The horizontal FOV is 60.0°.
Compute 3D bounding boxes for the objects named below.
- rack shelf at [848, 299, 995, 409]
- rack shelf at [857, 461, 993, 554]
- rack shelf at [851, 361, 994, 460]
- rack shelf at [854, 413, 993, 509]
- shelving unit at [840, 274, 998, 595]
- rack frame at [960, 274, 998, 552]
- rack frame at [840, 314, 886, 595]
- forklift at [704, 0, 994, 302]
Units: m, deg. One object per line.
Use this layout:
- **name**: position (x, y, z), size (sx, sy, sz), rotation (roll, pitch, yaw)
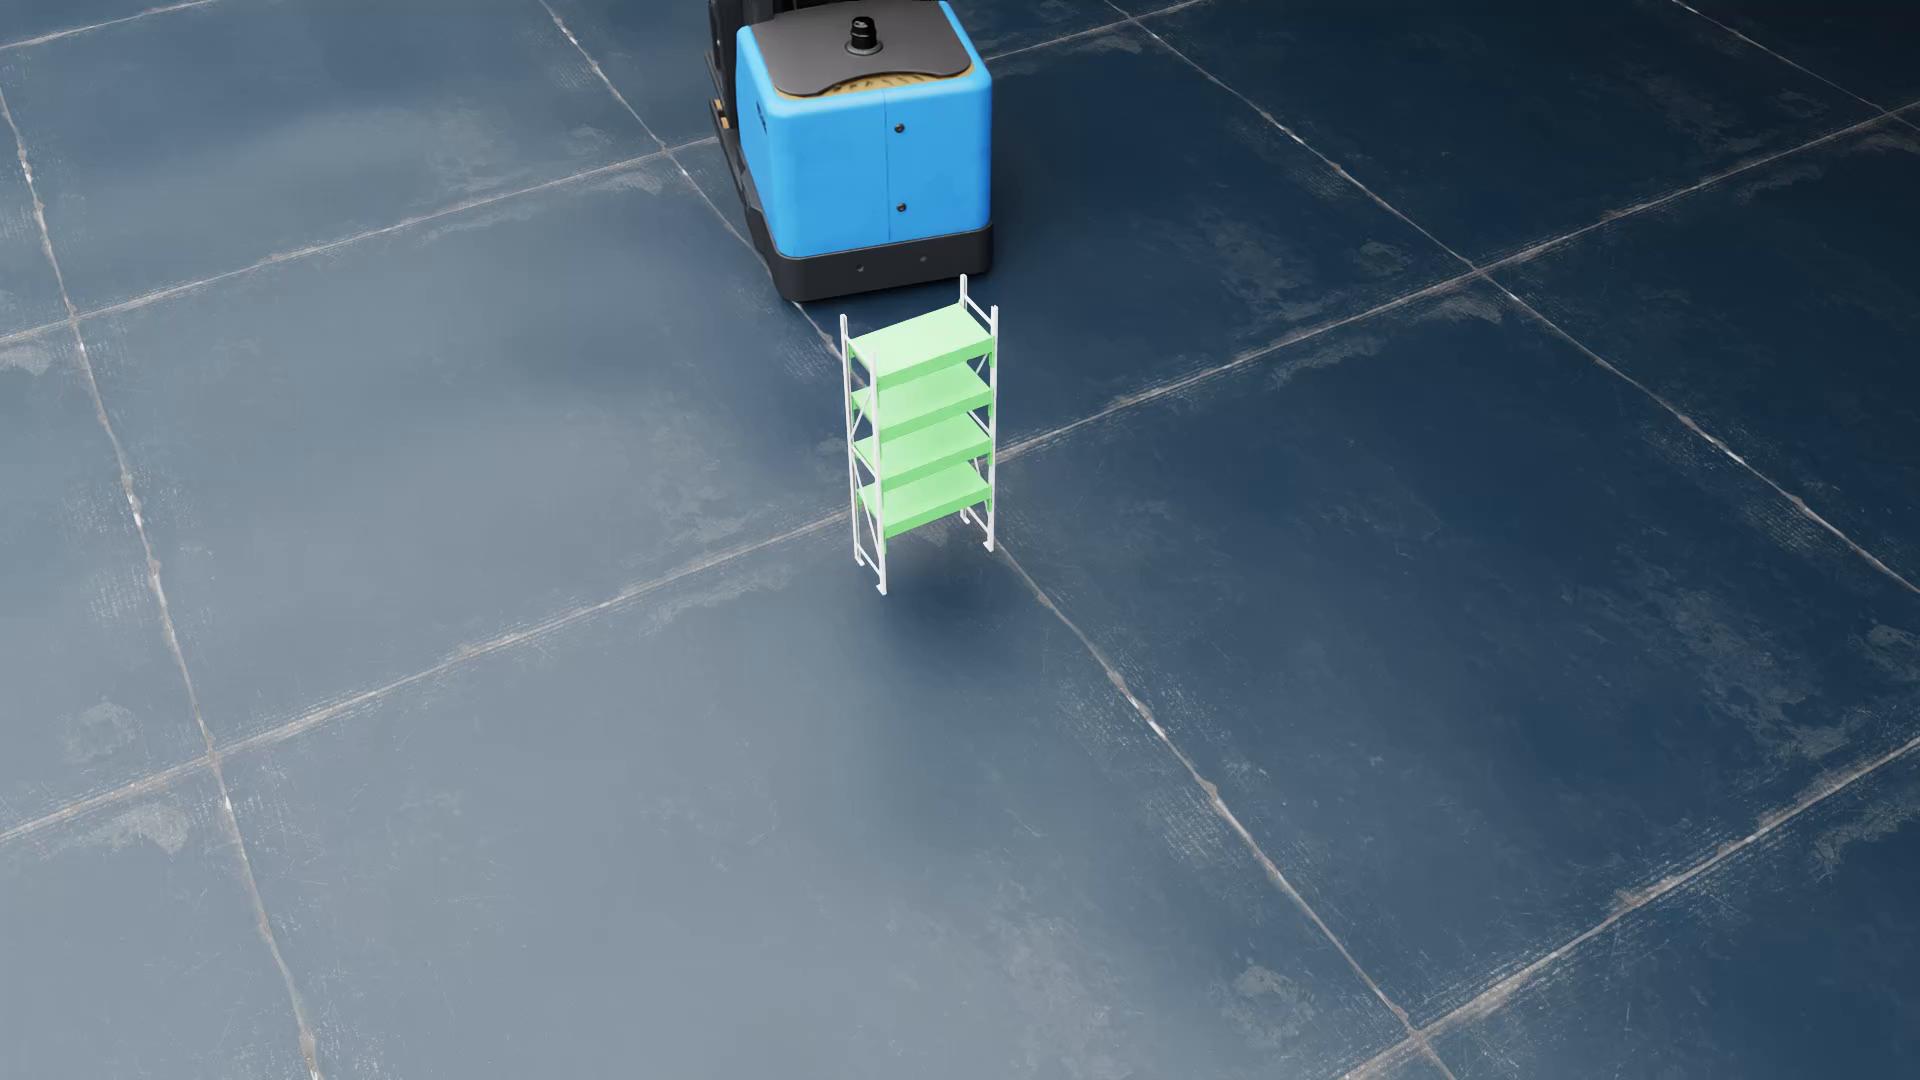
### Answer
- **rack shelf**: position (-0.144, -0.672, 5.983), size (0.480, 0.148, 0.258), rotation (-22, 48, -21)
- **rack shelf**: position (-0.144, -0.155, 6.485), size (0.480, 0.148, 0.258), rotation (-22, 48, -21)
- **rack shelf**: position (-0.144, -0.500, 6.150), size (0.480, 0.148, 0.258), rotation (-22, 48, -21)
- **rack shelf**: position (-0.144, -0.327, 6.317), size (0.480, 0.148, 0.258), rotation (-22, 48, -21)
- **shelving unit**: position (-0.144, -0.373, 6.273), size (0.503, 1.200, 0.258), rotation (-22, 48, -21)
- **rack frame**: position (0.068, -0.458, 6.360), size (0.015, 1.200, 0.240), rotation (-22, 48, -21)
- **rack frame**: position (-0.355, -0.288, 6.186), size (0.015, 1.200, 0.240), rotation (-22, 48, -21)
- **forklift**: position (-0.730, -3.214, 7.957), size (1.130, 2.935, 3.031), rotation (-11, 45, -11)
